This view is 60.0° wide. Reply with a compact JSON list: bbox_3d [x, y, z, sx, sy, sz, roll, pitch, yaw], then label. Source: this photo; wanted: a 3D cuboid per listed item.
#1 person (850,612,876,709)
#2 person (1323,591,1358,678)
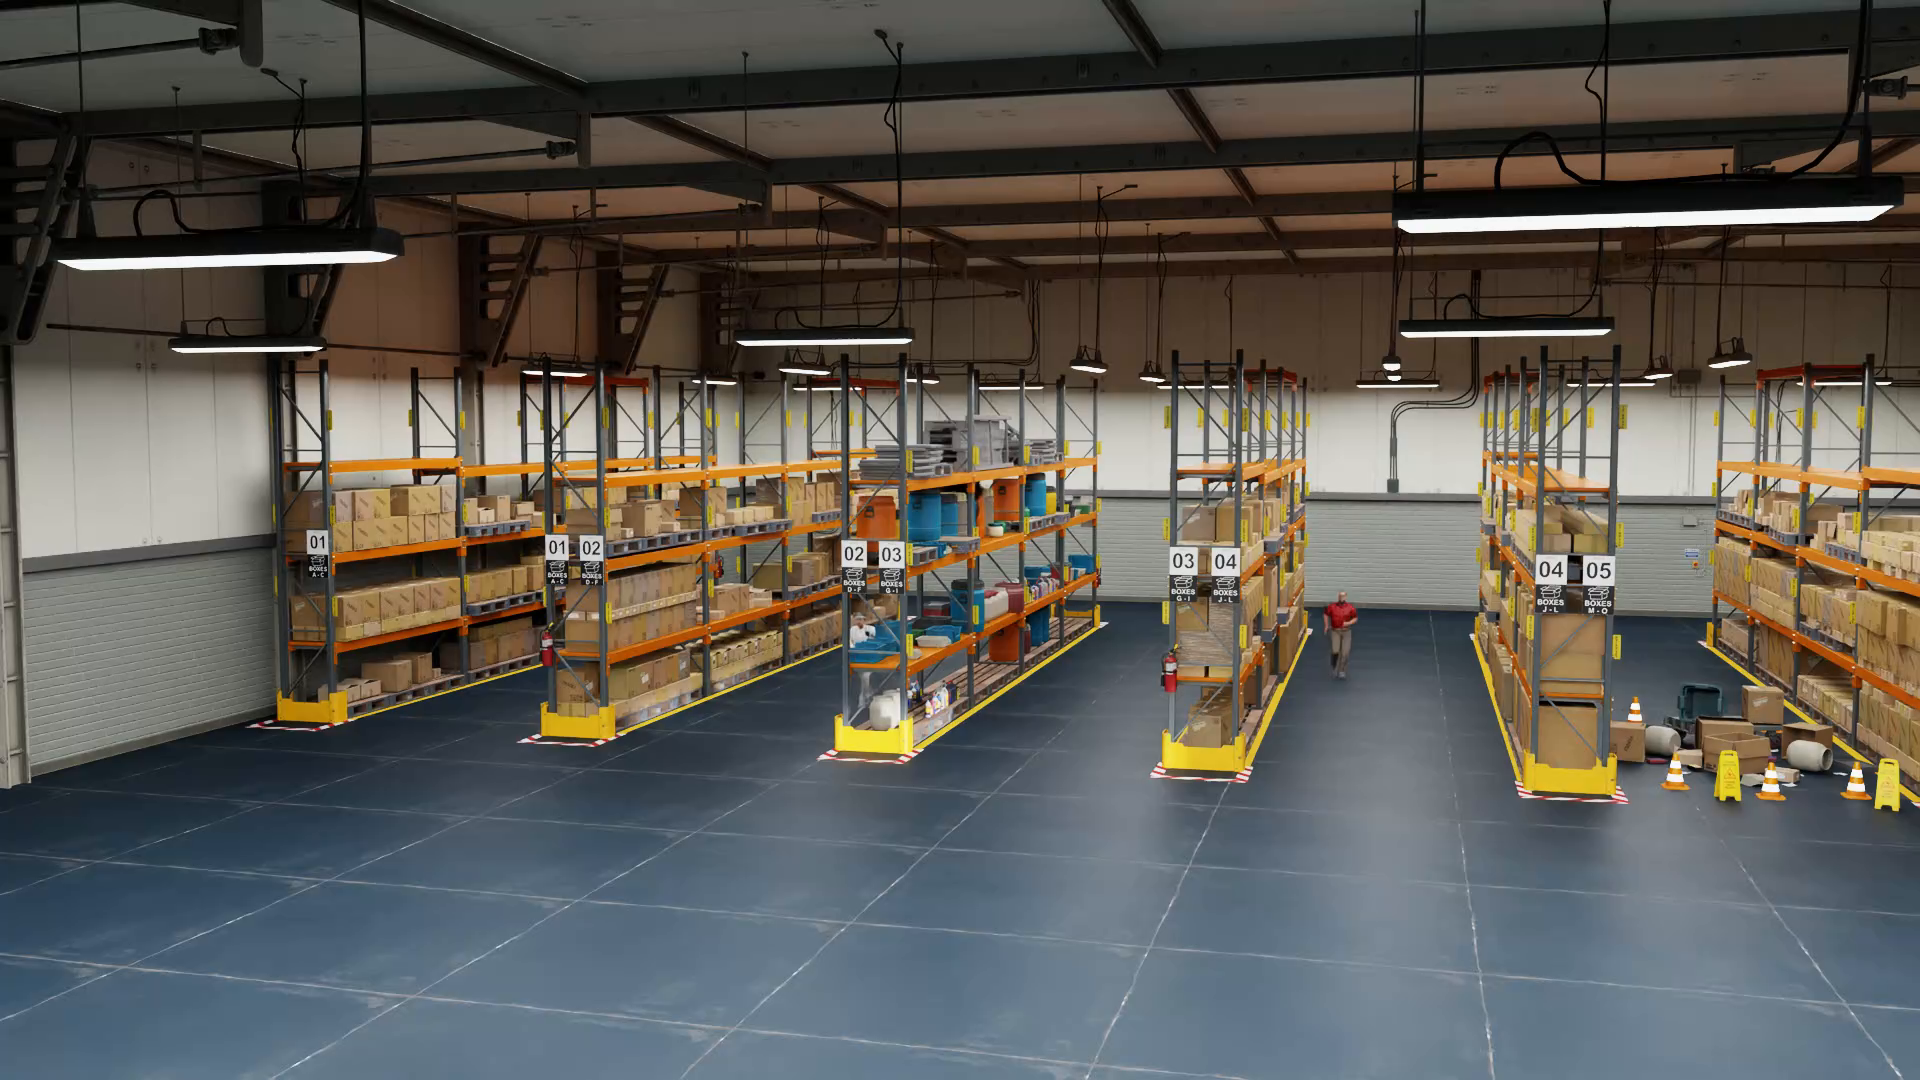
[{"bbox_3d":[-1.688,2.060,29.180,0.615,1.667,0.967,1,4,13],"label":"person"},{"bbox_3d":[7.370,1.833,32.180,0.637,1.699,0.656,1,4,9],"label":"person"}]
